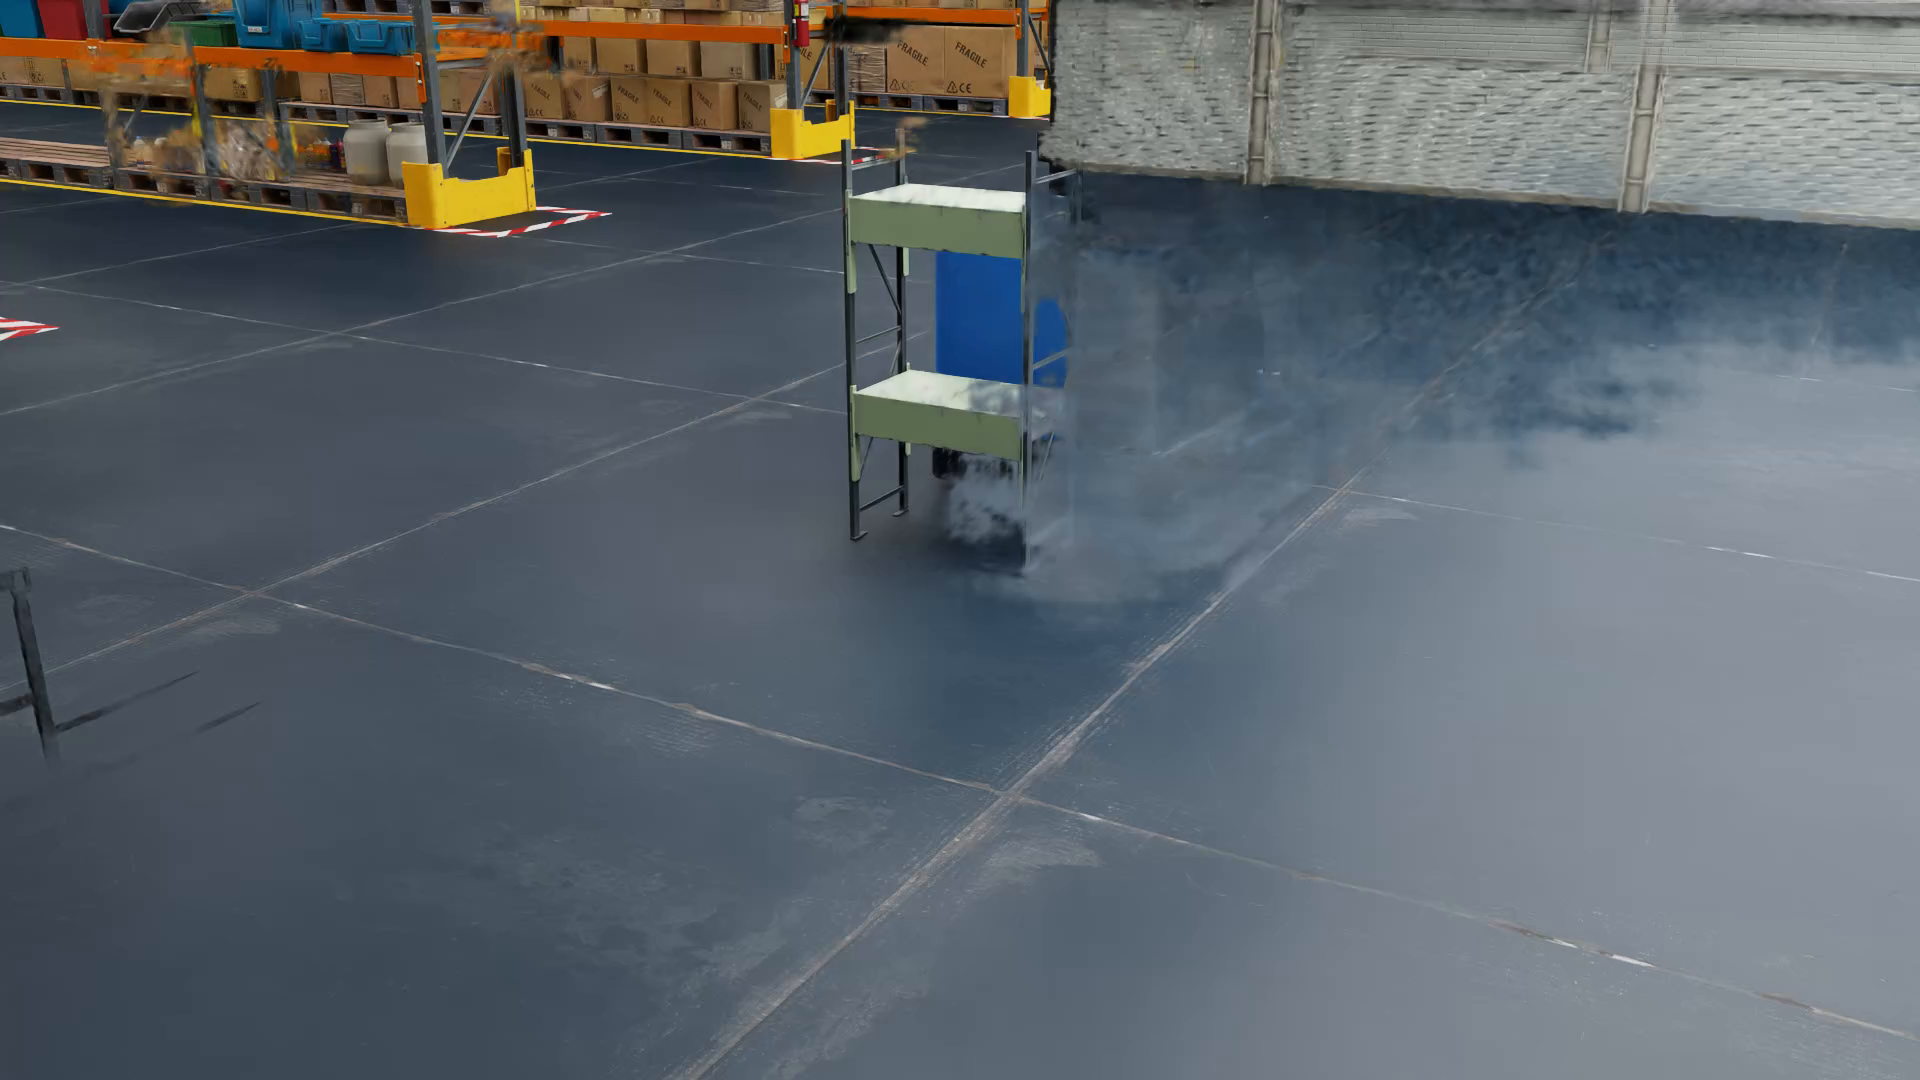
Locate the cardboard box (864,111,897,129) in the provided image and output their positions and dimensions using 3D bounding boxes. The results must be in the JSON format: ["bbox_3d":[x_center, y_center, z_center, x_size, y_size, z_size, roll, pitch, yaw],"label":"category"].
[{"bbox_3d":[4.309,-9.492,30.084,0.500,0.250,0.500,11,23,28],"label":"cardboard box"}]

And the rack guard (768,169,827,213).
[{"bbox_3d":[3.274,-7.329,25.835,0.348,0.500,1.175,11,23,27],"label":"rack guard"}]

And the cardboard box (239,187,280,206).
[{"bbox_3d":[-1.626,-5.541,17.610,0.250,0.149,0.380,11,23,27],"label":"cardboard box"}]

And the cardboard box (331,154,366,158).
[{"bbox_3d":[-4.983,-9.309,30.130,0.875,0.875,0.875,11,23,28],"label":"cardboard box"}]

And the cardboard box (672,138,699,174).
[{"bbox_3d":[1.619,-7.976,26.270,0.500,0.500,0.500,10,22,26],"label":"cardboard box"}]

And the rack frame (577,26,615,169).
[{"bbox_3d":[-0.152,-9.156,27.208,0.127,3.000,1.000,11,23,27],"label":"rack frame"}]

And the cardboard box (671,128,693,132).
[{"bbox_3d":[0.473,-10.055,32.552,0.625,0.625,0.875,10,22,25],"label":"cardboard box"}]

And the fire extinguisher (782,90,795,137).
[{"bbox_3d":[3.215,-8.298,24.957,0.183,0.674,0.296,11,23,27],"label":"fire extinguisher"}]

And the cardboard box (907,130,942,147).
[{"bbox_3d":[5.180,-9.097,29.728,0.500,0.250,0.500,10,22,27],"label":"cardboard box"}]

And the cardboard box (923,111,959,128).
[{"bbox_3d":[5.430,-9.480,30.052,0.500,0.250,0.500,10,22,26],"label":"cardboard box"}]

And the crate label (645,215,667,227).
[{"bbox_3d":[1.374,-6.558,24.243,0.298,0.136,0.250,0,20,-1],"label":"crate label"}]

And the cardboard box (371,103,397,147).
[{"bbox_3d":[-1.659,-7.594,22.681,0.550,0.550,0.875,11,23,27],"label":"cardboard box"}]

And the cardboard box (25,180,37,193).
[{"bbox_3d":[-4.278,-5.845,18.448,0.250,0.149,0.380,11,23,27],"label":"cardboard box"}]

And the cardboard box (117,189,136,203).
[{"bbox_3d":[-2.942,-5.612,17.805,0.250,0.149,0.380,11,23,27],"label":"cardboard box"}]

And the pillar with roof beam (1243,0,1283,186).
[{"bbox_3d":[8.728,-10.894,23.201,0.400,9.000,9.100,11,23,27],"label":"pillar with roof beam"}]

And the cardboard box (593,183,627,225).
[{"bbox_3d":[0.572,-6.856,24.527,0.637,0.503,0.797,-4,20,-10],"label":"cardboard box"}]

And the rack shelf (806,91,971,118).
[{"bbox_3d":[4.011,-9.964,30.489,4.000,0.370,1.077,11,23,27],"label":"rack shelf"}]

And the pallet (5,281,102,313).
[{"bbox_3d":[-4.382,-4.794,19.271,1.213,0.211,1.003,11,23,27],"label":"pallet"}]

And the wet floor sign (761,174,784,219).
[{"bbox_3d":[2.984,-7.034,24.810,0.267,0.644,0.232,-16,26,-38],"label":"wet floor sign"}]

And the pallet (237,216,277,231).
[{"bbox_3d":[-4.258,-6.663,24.425,1.213,0.211,1.003,11,23,27],"label":"pallet"}]

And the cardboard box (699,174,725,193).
[{"bbox_3d":[2.055,-7.539,26.165,0.500,0.250,0.500,11,23,27],"label":"cardboard box"}]

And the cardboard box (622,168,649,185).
[{"bbox_3d":[0.703,-7.797,26.878,0.500,0.250,0.500,12,23,30],"label":"cardboard box"}]

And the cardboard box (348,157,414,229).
[{"bbox_3d":[-1.963,-6.739,23.044,0.875,0.875,0.875,11,23,28],"label":"cardboard box"}]

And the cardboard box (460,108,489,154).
[{"bbox_3d":[-0.250,-7.335,21.967,0.550,0.550,0.875,11,23,27],"label":"cardboard box"}]

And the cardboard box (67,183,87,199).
[{"bbox_3d":[-3.628,-5.717,18.095,0.250,0.149,0.380,11,23,27],"label":"cardboard box"}]

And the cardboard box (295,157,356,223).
[{"bbox_3d":[-3.064,-6.882,23.622,0.750,0.750,1.050,11,23,27],"label":"cardboard box"}]

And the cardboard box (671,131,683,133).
[{"bbox_3d":[0.940,-8.311,27.194,0.500,0.500,0.500,11,23,28],"label":"cardboard box"}]

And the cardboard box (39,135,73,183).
[{"bbox_3d":[-3.717,-6.153,18.345,0.500,0.500,0.875,11,23,27],"label":"cardboard box"}]

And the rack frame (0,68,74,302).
[{"bbox_3d":[-4.985,-6.206,19.075,0.127,3.000,1.000,11,23,27],"label":"rack frame"}]

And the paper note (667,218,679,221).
[{"bbox_3d":[1.544,-6.660,24.680,0.142,0.019,0.148,3,20,9],"label":"paper note"}]

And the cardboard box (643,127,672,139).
[{"bbox_3d":[0.997,-8.372,26.413,0.250,0.149,0.380,12,23,30],"label":"cardboard box"}]

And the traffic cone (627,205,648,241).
[{"bbox_3d":[1.243,-6.319,23.107,0.334,0.463,0.336,11,23,27],"label":"traffic cone"}]

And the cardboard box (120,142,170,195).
[{"bbox_3d":[-2.455,-5.875,17.579,0.500,0.500,0.875,11,23,27],"label":"cardboard box"}]

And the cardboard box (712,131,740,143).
[{"bbox_3d":[2.160,-8.150,25.799,0.250,0.149,0.380,12,23,29],"label":"cardboard box"}]

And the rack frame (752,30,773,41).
[{"bbox_3d":[2.265,-10.634,31.283,0.127,3.000,1.000,11,23,27],"label":"rack frame"}]

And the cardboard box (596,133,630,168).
[{"bbox_3d":[0.231,-8.235,26.985,0.500,0.500,0.500,12,23,30],"label":"cardboard box"}]

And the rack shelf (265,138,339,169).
[{"bbox_3d":[-4.224,-7.660,24.139,4.000,0.370,1.077,11,23,27],"label":"rack shelf"}]

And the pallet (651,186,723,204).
[{"bbox_3d":[1.521,-7.542,26.846,1.213,0.211,1.003,11,23,27],"label":"pallet"}]

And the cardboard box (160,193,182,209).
[{"bbox_3d":[-2.304,-5.477,17.432,0.250,0.149,0.380,11,23,27],"label":"cardboard box"}]

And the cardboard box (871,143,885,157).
[{"bbox_3d":[4.331,-9.030,30.275,0.500,0.250,0.500,11,23,28],"label":"cardboard box"}]

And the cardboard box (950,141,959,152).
[{"bbox_3d":[5.424,-9.014,30.232,0.500,0.250,0.500,11,23,28],"label":"cardboard box"}]

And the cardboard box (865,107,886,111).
[{"bbox_3d":[4.117,-9.736,30.757,0.500,0.250,0.500,10,22,26],"label":"cardboard box"}]

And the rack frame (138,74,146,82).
[{"bbox_3d":[-5.970,-8.331,24.933,0.127,3.000,1.000,11,23,27],"label":"rack frame"}]

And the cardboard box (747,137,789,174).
[{"bbox_3d":[2.750,-7.969,26.251,0.500,0.500,0.500,10,22,26],"label":"cardboard box"}]

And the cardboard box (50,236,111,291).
[{"bbox_3d":[-4.152,-5.057,18.957,0.500,0.500,0.500,-17,26,-39],"label":"cardboard box"}]

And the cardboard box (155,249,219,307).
[{"bbox_3d":[-2.569,-4.761,18.142,0.500,0.500,0.500,18,27,41],"label":"cardboard box"}]

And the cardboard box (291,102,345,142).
[{"bbox_3d":[-3.064,-7.720,23.102,0.500,0.500,0.500,11,22,27],"label":"cardboard box"}]

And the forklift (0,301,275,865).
[{"bbox_3d":[1.103,-1.911,7.336,1.130,2.935,3.031,12,23,31],"label":"forklift"}]

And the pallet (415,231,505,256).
[{"bbox_3d":[-0.783,-6.003,22.603,1.213,0.211,1.003,11,23,27],"label":"pallet"}]

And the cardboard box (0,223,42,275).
[{"bbox_3d":[-5.511,-5.346,19.725,0.500,0.500,0.700,9,22,23],"label":"cardboard box"}]

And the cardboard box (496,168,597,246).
[{"bbox_3d":[0.390,-6.292,21.813,0.875,0.875,0.875,11,23,28],"label":"cardboard box"}]

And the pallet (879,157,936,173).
[{"bbox_3d":[5.069,-8.773,30.241,1.213,0.211,1.003,11,23,27],"label":"pallet"}]
